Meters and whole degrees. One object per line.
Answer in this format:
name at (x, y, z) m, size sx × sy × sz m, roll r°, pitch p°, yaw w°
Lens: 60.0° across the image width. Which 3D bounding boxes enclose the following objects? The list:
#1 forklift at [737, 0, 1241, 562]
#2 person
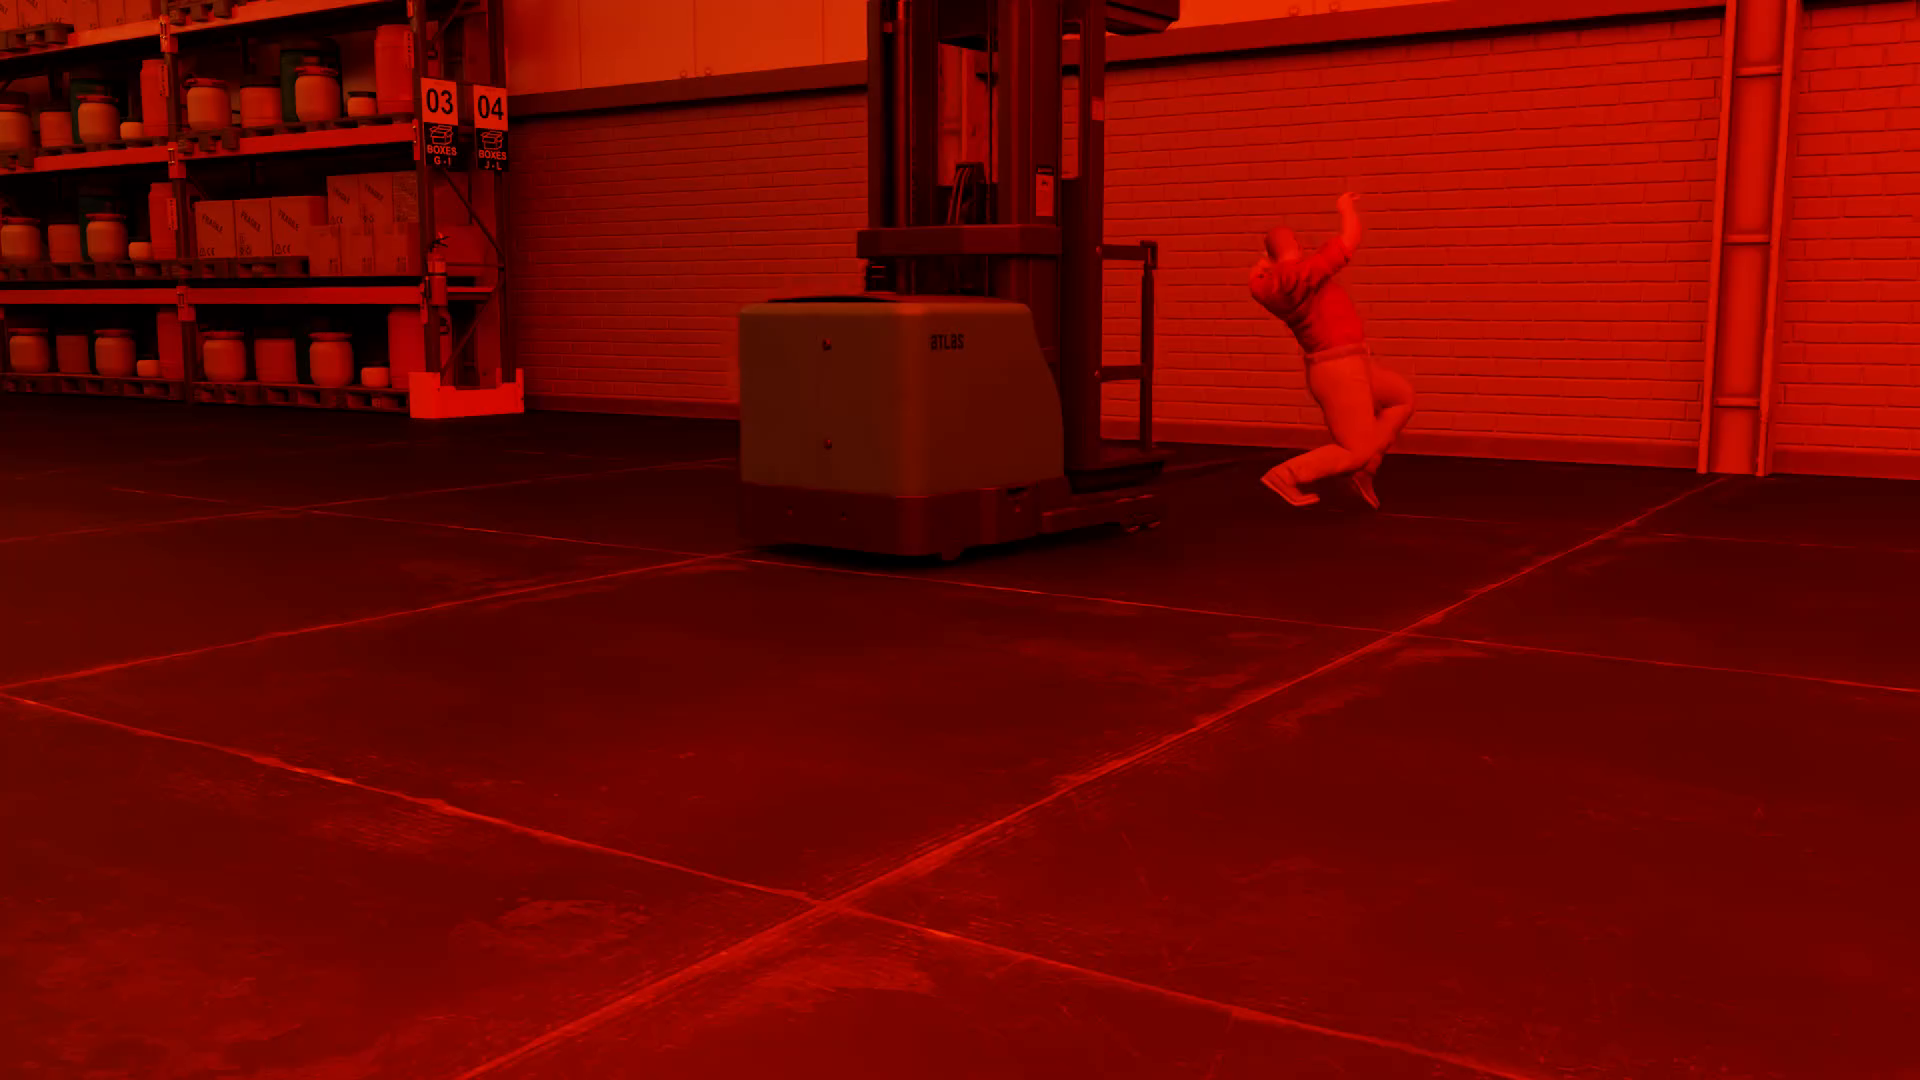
forklift at (0.336, -1.523, 7.900) m, size 1.130 × 2.935 × 3.031 m, roll 6°, pitch 10°, yaw 37°
person at (1.940, -0.973, 8.694) m, size 0.844 × 1.637 × 1.119 m, roll 0°, pitch 8°, yaw 3°
